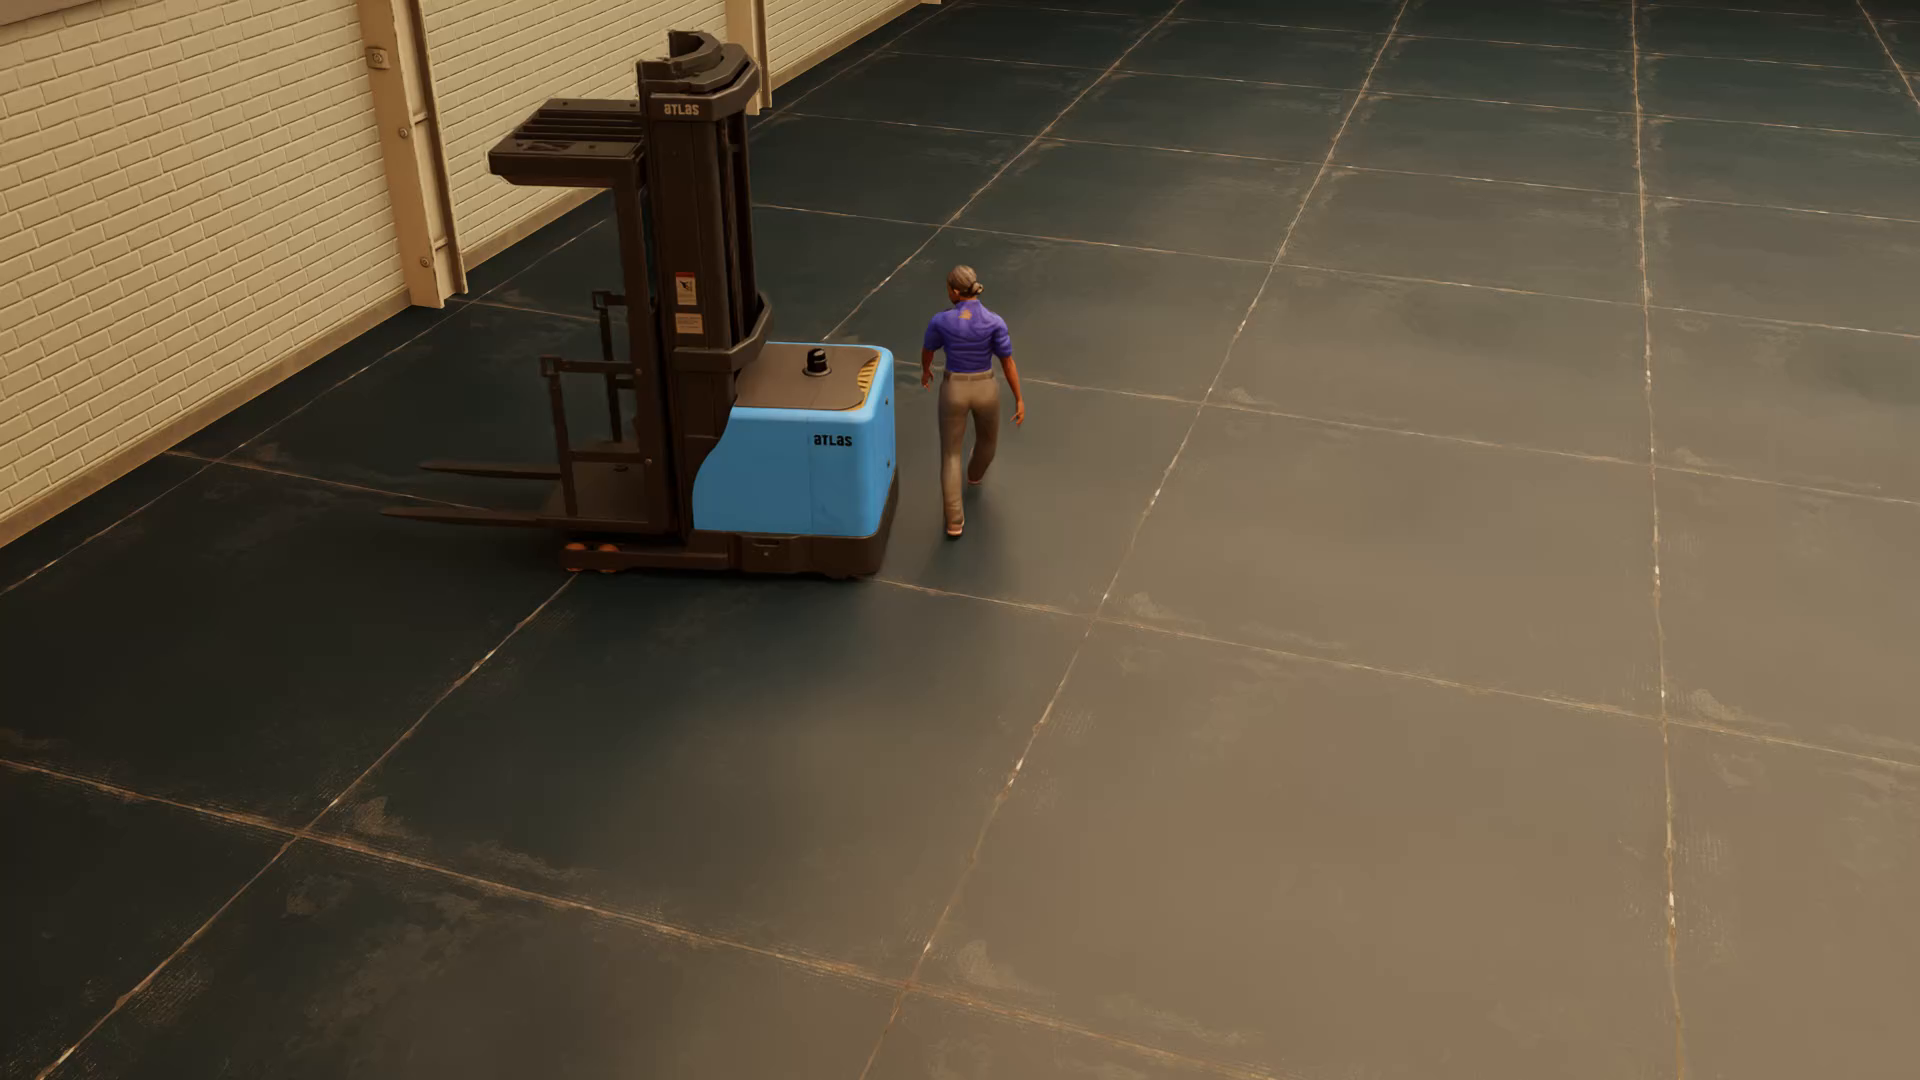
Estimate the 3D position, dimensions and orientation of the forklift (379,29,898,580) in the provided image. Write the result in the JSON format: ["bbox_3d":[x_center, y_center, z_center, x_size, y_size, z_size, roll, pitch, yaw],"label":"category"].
[{"bbox_3d":[-1.933,-1.336,9.480,3.031,2.935,1.130,3,30,5],"label":"forklift"}]

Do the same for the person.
[{"bbox_3d":[0.075,-0.926,10.109,0.620,1.607,0.906,-1,30,-2],"label":"person"}]
